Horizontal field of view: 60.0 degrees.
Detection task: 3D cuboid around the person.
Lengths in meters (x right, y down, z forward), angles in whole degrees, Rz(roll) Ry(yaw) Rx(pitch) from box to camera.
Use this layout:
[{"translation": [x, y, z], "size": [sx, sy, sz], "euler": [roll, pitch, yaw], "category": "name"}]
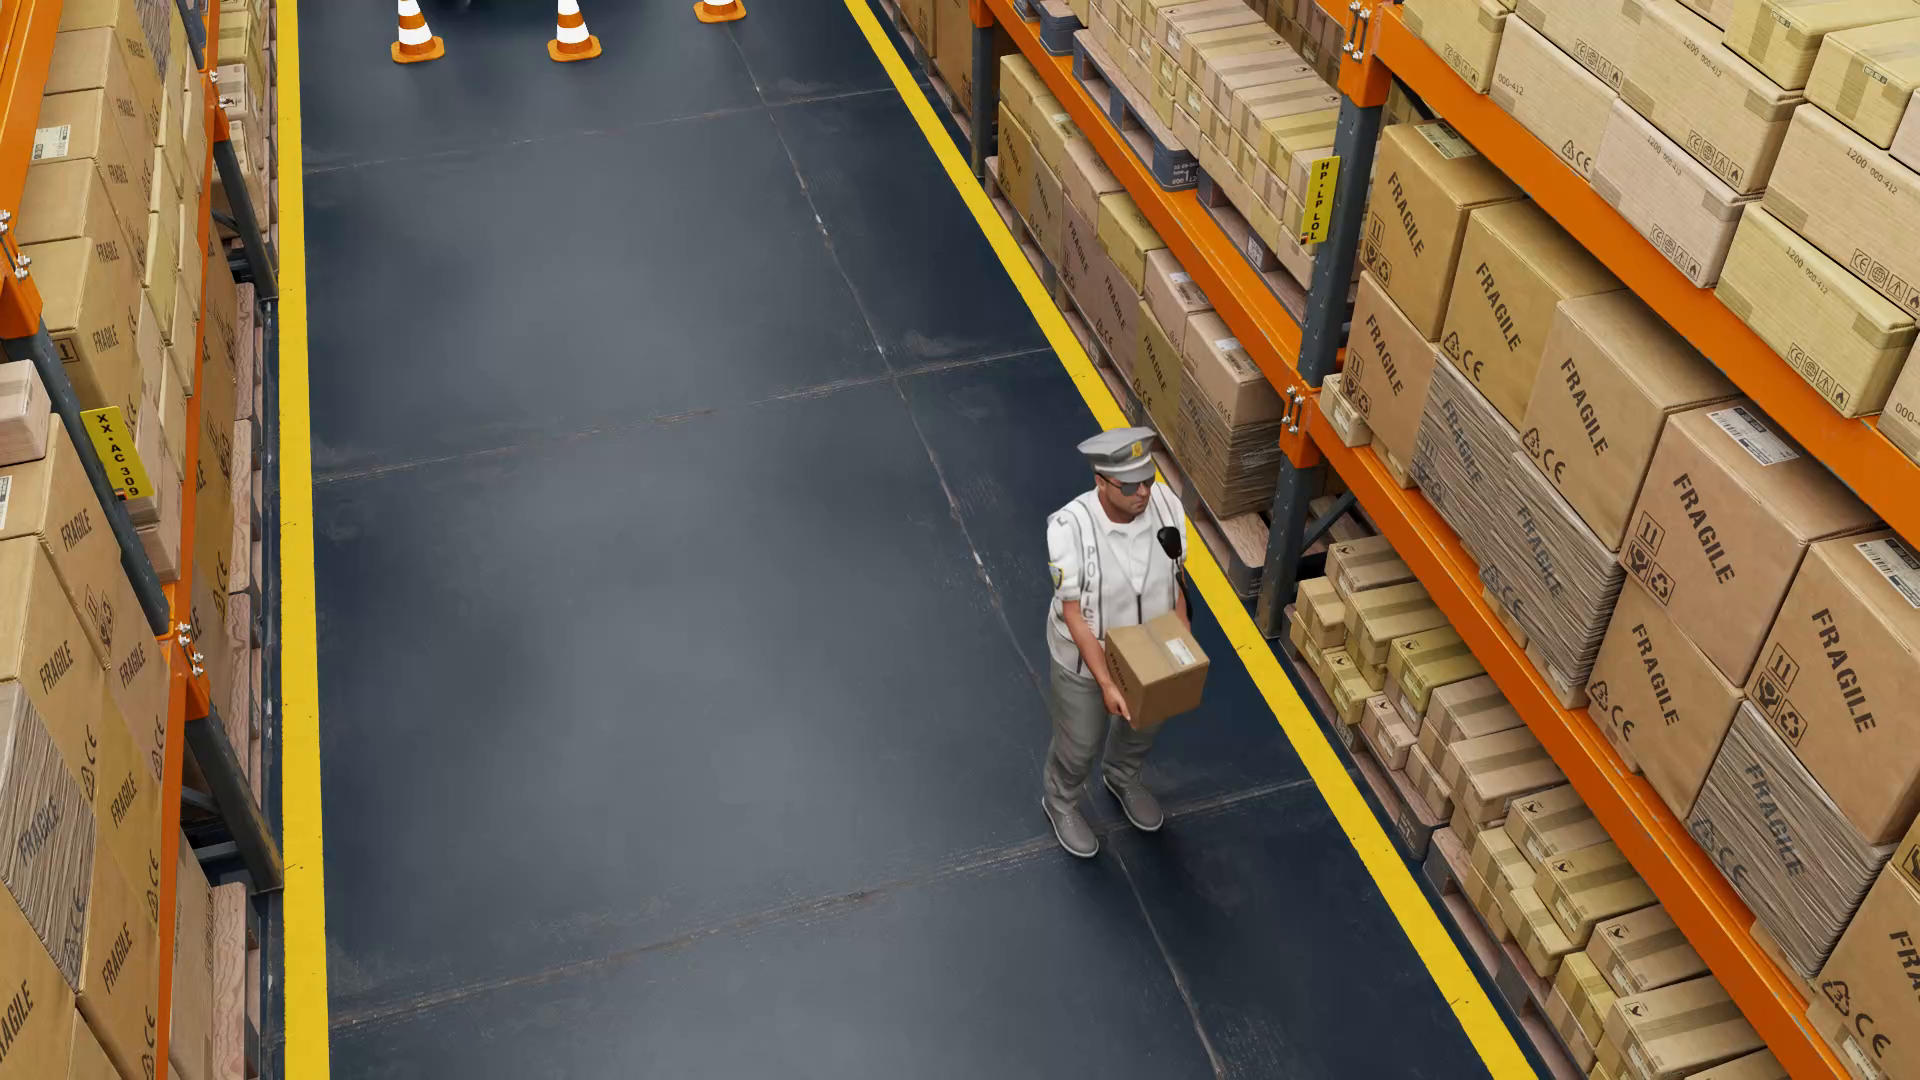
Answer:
[{"translation": [0.566, 0.399, 5.697], "size": [0.493, 1.767, 0.566], "euler": [-18, 45, -19], "category": "person"}]
